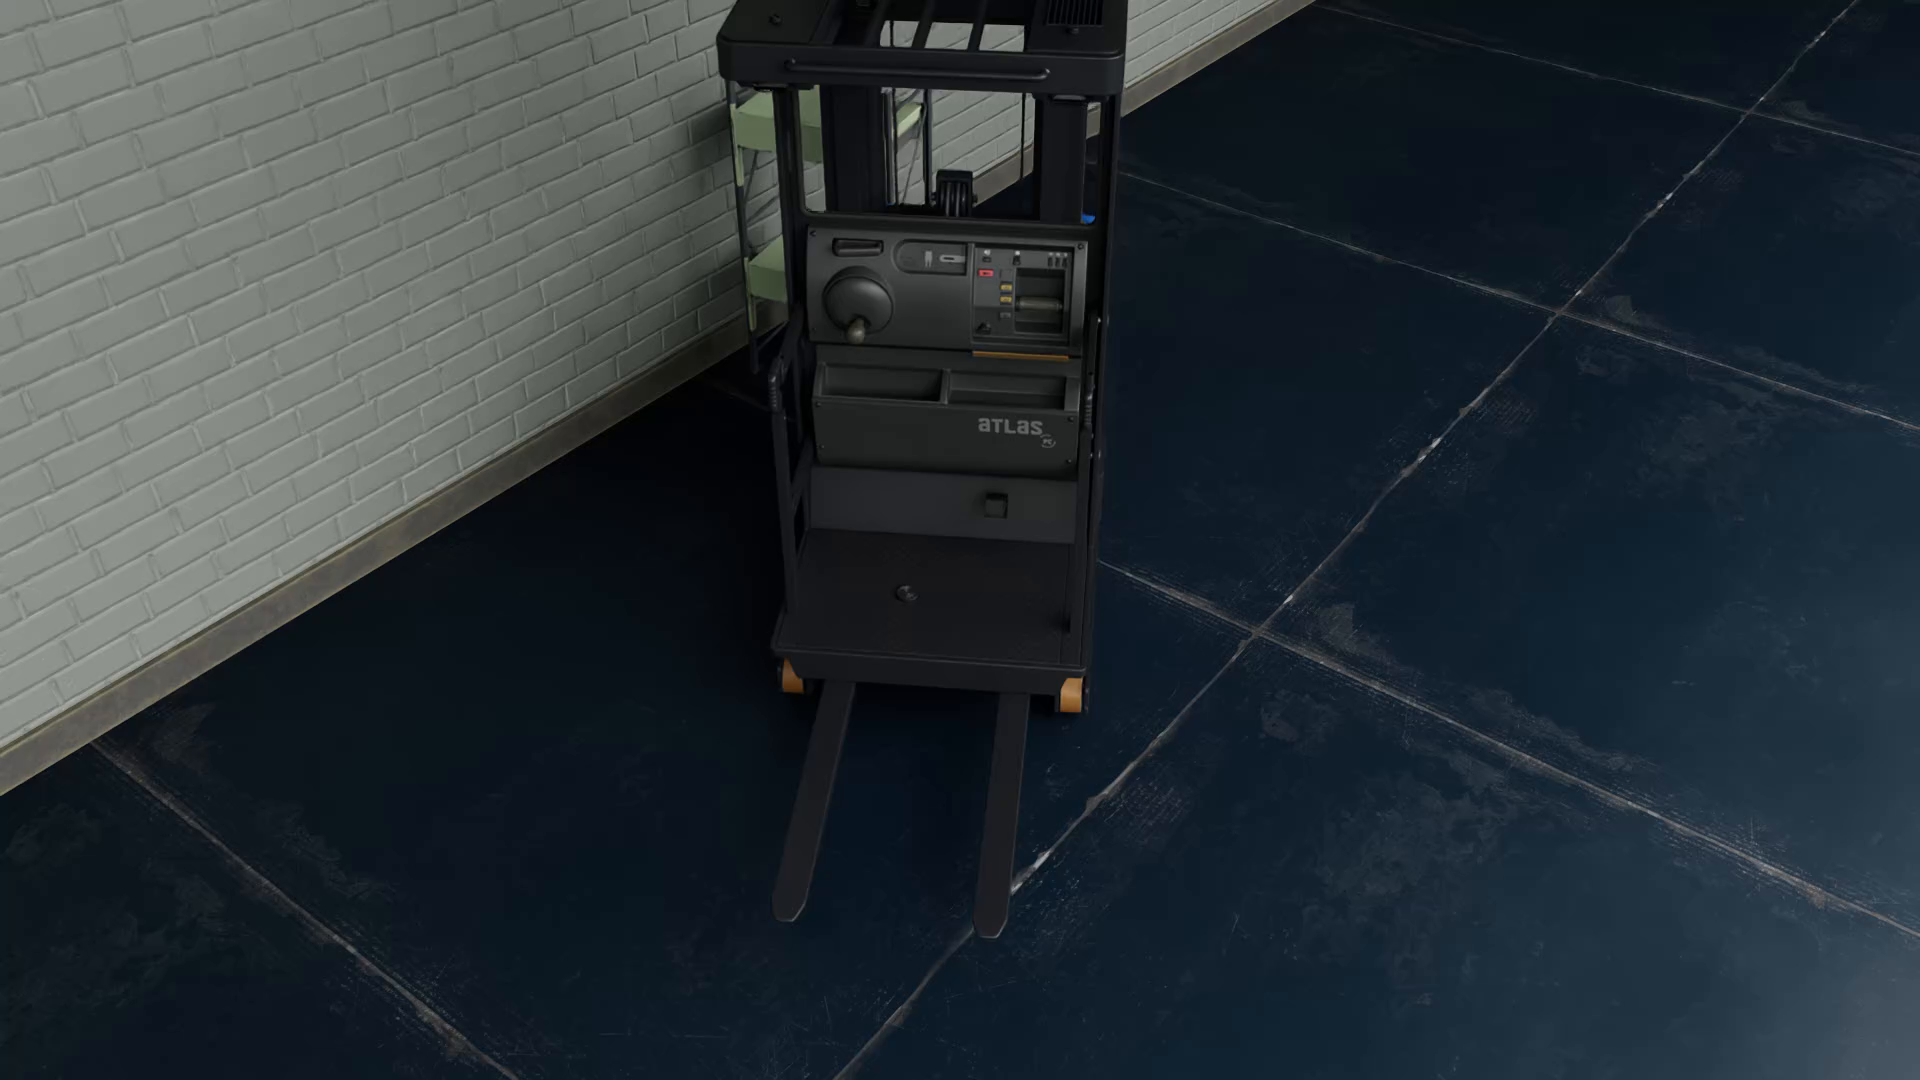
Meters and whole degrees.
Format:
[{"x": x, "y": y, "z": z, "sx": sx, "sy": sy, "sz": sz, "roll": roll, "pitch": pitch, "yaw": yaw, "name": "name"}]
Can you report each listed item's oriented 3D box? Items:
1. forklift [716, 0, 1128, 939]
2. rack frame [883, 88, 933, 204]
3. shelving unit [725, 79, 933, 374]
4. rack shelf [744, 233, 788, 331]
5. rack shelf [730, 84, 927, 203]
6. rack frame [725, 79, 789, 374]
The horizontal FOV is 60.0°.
[{"x": -0.066, "y": -0.757, "z": 5.339, "sx": 1.130, "sy": 2.935, "sz": 3.031, "roll": 4, "pitch": 38, "yaw": 5, "name": "forklift"}, {"x": -0.211, "y": -1.289, "z": 7.179, "sx": 0.023, "sy": 1.500, "sz": 0.400, "roll": 16, "pitch": 41, "yaw": 19, "name": "rack frame"}, {"x": -0.544, "y": -1.382, "z": 7.299, "sx": 0.755, "sy": 1.500, "sz": 0.431, "roll": 16, "pitch": 41, "yaw": 19, "name": "shelving unit"}, {"x": -0.544, "y": -1.126, "z": 7.500, "sx": 0.720, "sy": 0.370, "sz": 0.431, "roll": 16, "pitch": 41, "yaw": 19, "name": "rack shelf"}, {"x": -0.544, "y": -1.689, "z": 7.058, "sx": 0.720, "sy": 0.370, "sz": 0.431, "roll": 16, "pitch": 41, "yaw": 19, "name": "rack shelf"}, {"x": -0.877, "y": -1.476, "z": 7.418, "sx": 0.023, "sy": 1.500, "sz": 0.400, "roll": 16, "pitch": 41, "yaw": 19, "name": "rack frame"}]
